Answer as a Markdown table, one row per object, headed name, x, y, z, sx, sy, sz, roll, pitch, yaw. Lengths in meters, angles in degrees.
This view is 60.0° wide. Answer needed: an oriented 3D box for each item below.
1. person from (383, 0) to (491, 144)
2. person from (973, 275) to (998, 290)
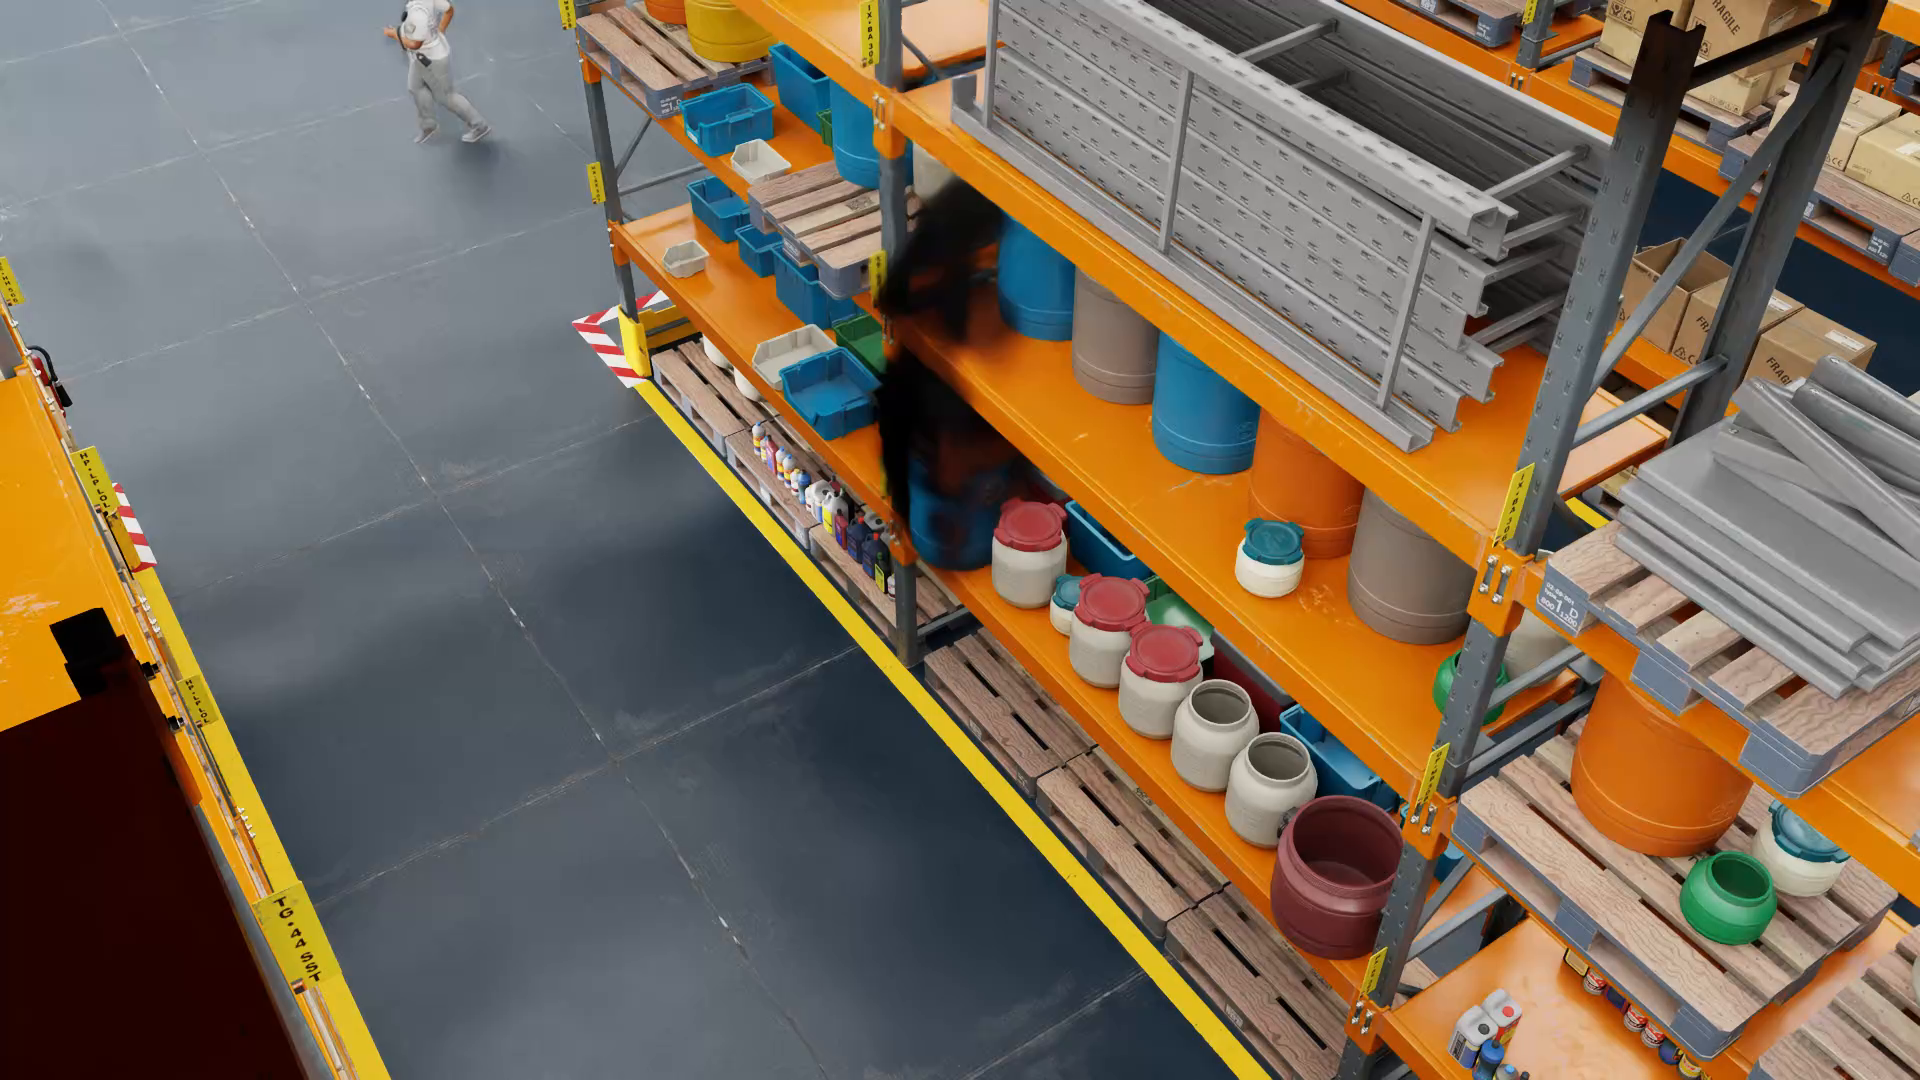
| name | x | y | z | sx | sy | sz | roll | pitch | yaw |
| --- | --- | --- | --- | --- | --- | --- | --- | --- | --- |
| person | -8.690 | 0.233 | 10.102 | 10.957 | 1.975 | 12.819 | -7 | 43 | -8 |
| person | 0.287 | -1.858 | 12.059 | 0.697 | 1.757 | 0.703 | -34 | 52 | -31 |
